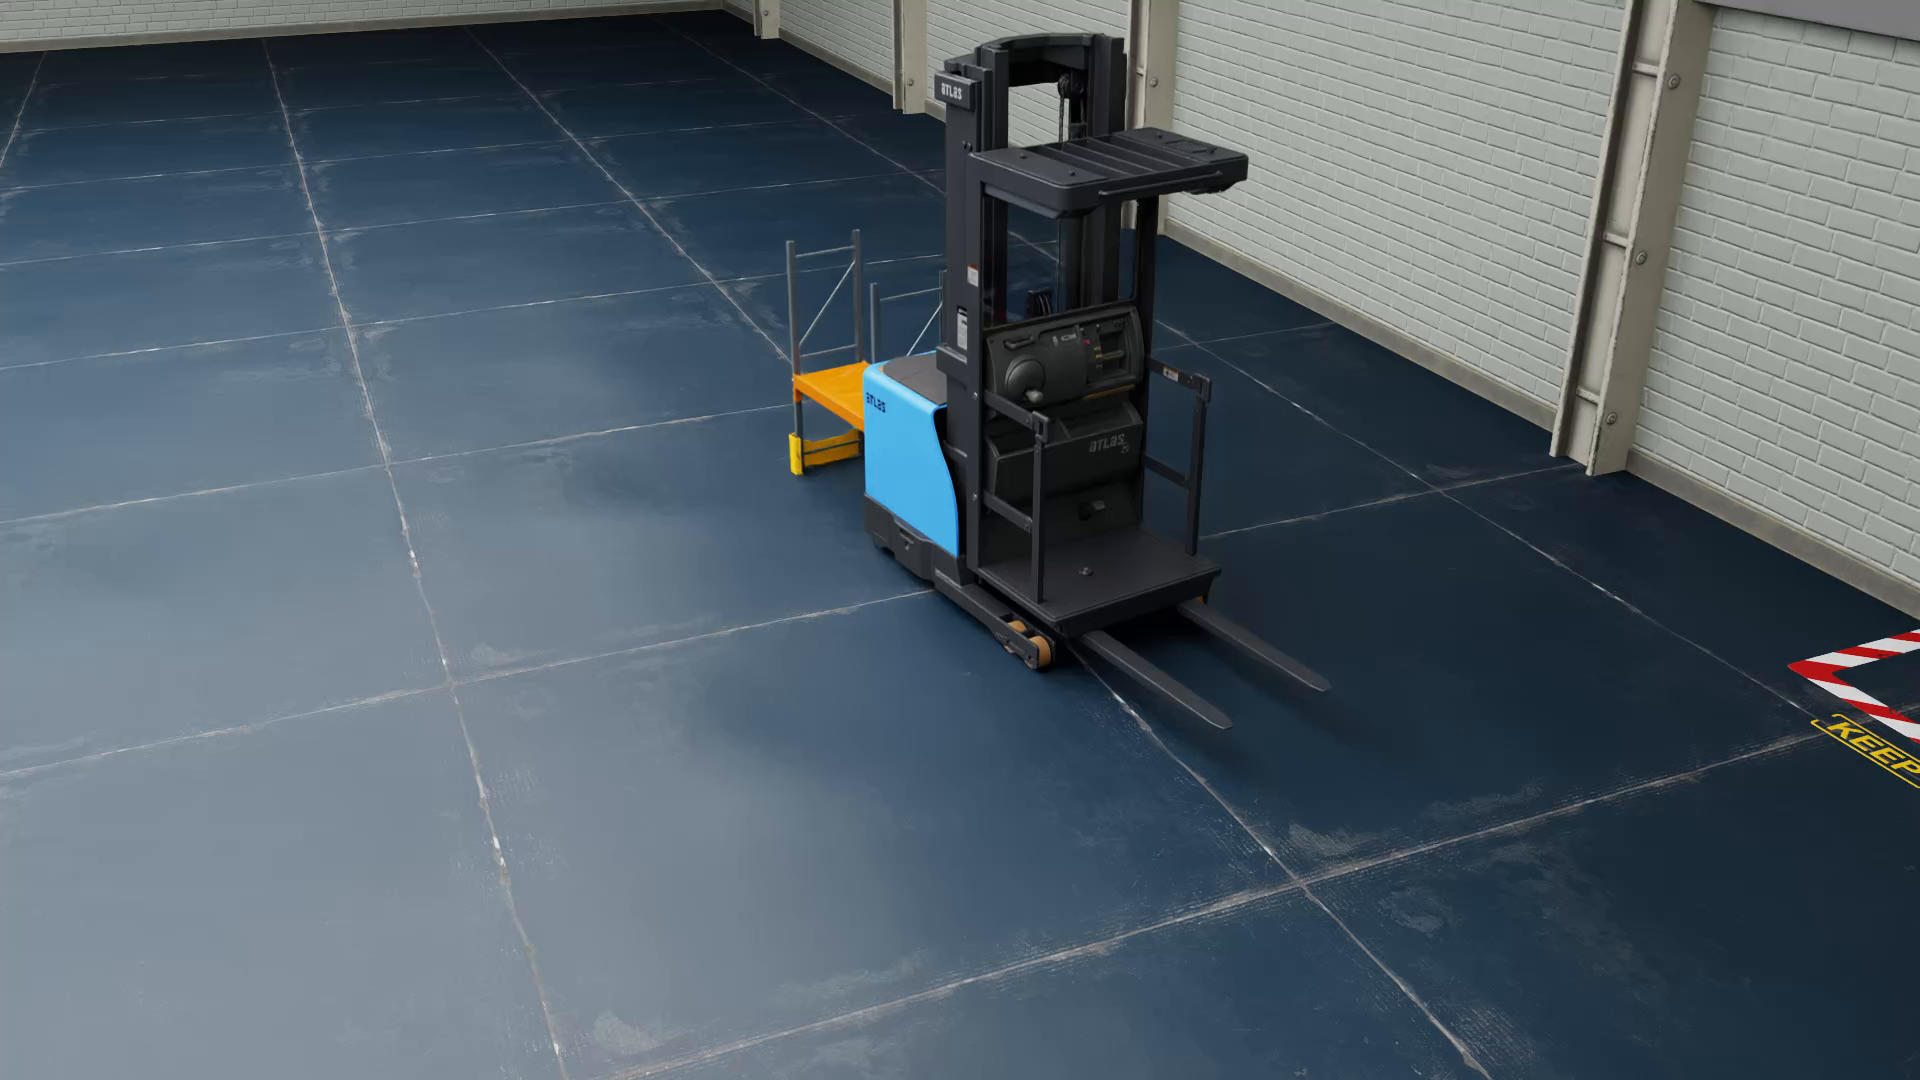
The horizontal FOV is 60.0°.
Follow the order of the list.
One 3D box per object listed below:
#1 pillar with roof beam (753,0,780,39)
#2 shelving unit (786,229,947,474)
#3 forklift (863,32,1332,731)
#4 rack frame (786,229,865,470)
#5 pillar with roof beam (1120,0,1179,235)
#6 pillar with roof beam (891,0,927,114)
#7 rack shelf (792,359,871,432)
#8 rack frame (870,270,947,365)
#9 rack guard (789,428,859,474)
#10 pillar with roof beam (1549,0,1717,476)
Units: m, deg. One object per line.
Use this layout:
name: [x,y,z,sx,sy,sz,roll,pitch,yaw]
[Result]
pillar with roof beam: [-6.930,-11.082,22.191,9.100,9.000,0.400,-11,28,-21]
shelving unit: [-0.552,-0.989,10.066,0.587,1.500,1.083,-16,30,-29]
forklift: [0.656,-0.900,8.252,1.130,2.935,3.031,-16,30,-29]
rack frame: [-0.830,-1.180,10.458,0.500,1.500,0.032,-16,30,-29]
pillar with roof beam: [-2.231,-6.238,12.269,9.100,9.000,0.400,-11,28,-21]
pillar with roof beam: [-4.581,-8.660,17.230,9.100,9.000,0.400,-11,28,-21]
rack shelf: [-0.556,-0.831,10.152,0.538,0.185,1.000,-16,30,-29]
rack frame: [-0.282,-0.804,9.688,0.500,1.500,0.032,-16,30,-29]
rack guard: [-0.820,-0.611,10.717,0.587,0.250,0.087,-16,30,-29]
pillar with roof beam: [0.119,-3.815,7.308,9.100,9.000,0.400,-11,28,-21]
